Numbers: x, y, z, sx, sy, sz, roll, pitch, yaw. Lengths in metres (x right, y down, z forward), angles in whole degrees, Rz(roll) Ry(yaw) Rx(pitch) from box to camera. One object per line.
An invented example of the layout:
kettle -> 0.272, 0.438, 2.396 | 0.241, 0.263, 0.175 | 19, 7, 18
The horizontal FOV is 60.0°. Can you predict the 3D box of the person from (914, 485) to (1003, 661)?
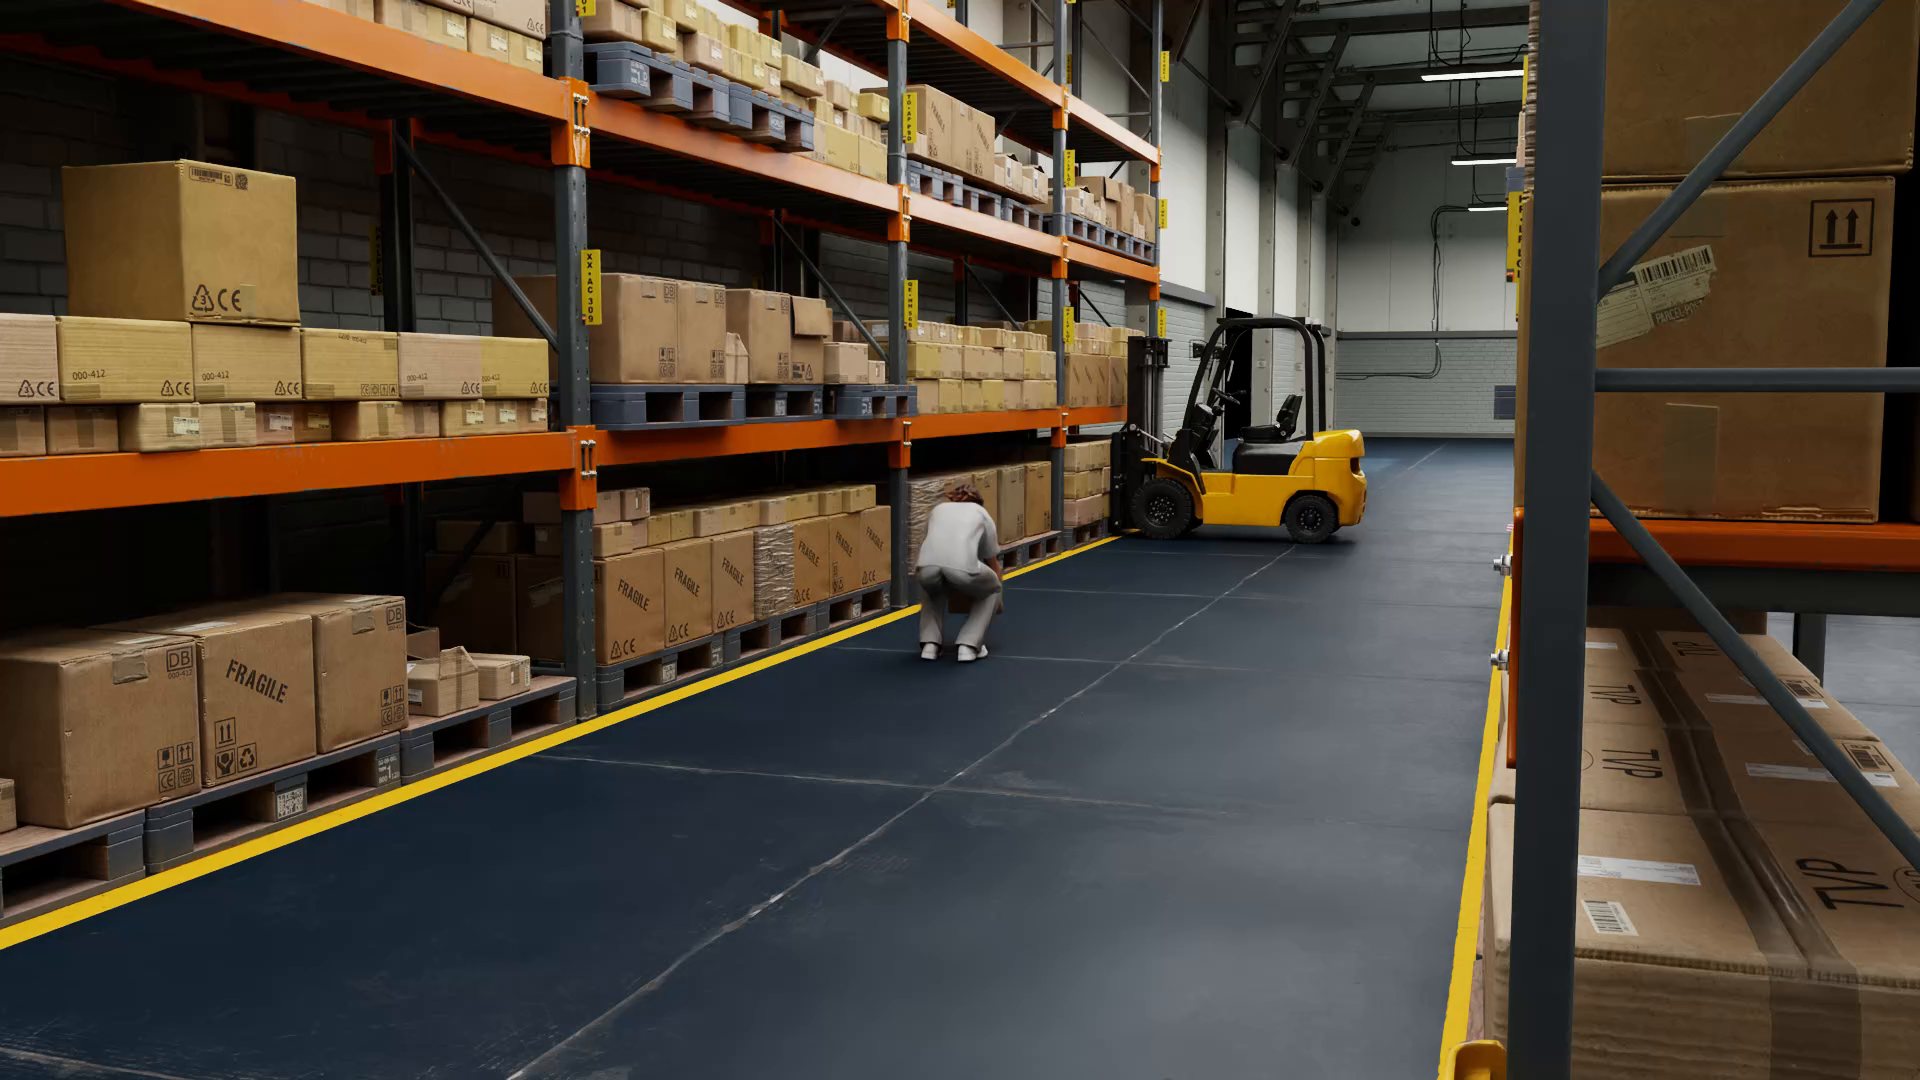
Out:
person -> -0.006, 0.177, 9.312 | 0.460, 0.940, 0.827 | 1, 5, 16
